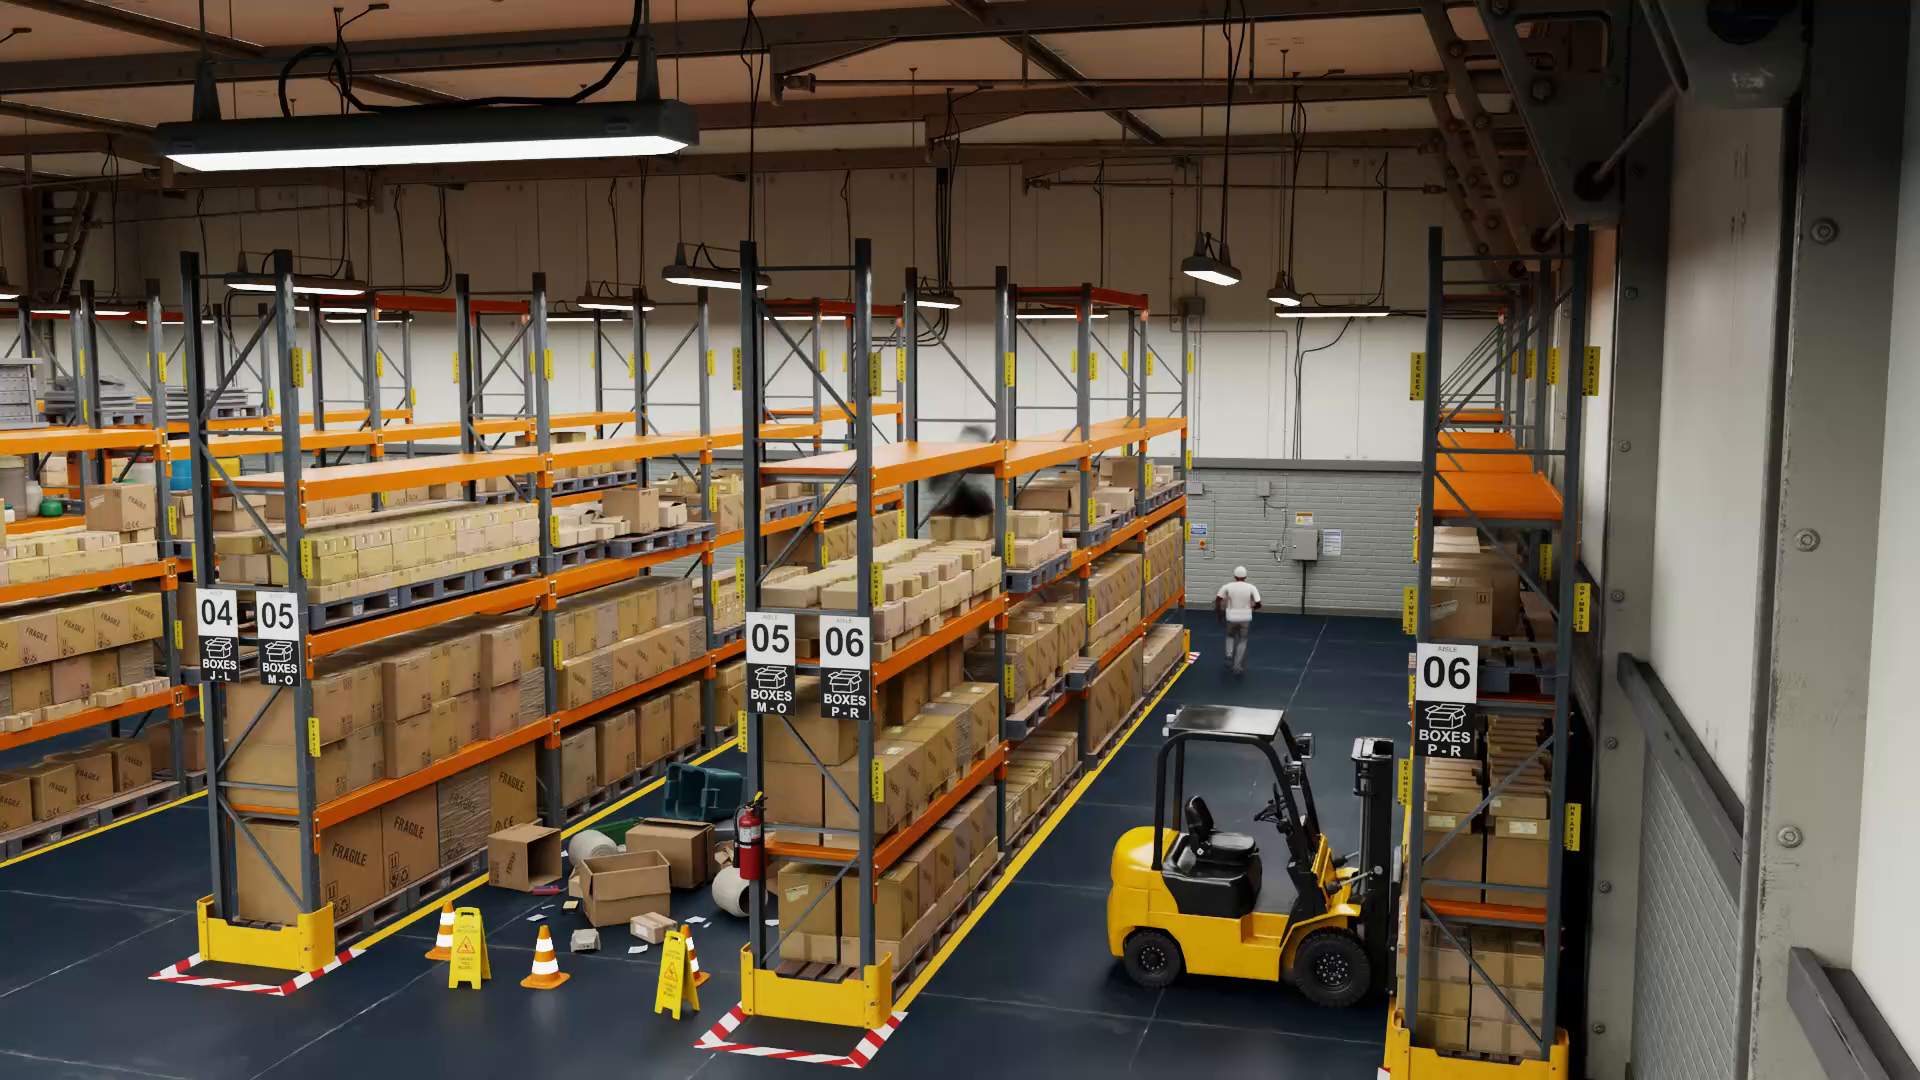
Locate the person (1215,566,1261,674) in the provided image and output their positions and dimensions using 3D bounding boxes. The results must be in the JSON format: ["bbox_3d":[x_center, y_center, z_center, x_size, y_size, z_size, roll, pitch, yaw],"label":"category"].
[{"bbox_3d":[4.536,1.281,27.085,0.728,1.718,0.642,2,7,15],"label":"person"}]
